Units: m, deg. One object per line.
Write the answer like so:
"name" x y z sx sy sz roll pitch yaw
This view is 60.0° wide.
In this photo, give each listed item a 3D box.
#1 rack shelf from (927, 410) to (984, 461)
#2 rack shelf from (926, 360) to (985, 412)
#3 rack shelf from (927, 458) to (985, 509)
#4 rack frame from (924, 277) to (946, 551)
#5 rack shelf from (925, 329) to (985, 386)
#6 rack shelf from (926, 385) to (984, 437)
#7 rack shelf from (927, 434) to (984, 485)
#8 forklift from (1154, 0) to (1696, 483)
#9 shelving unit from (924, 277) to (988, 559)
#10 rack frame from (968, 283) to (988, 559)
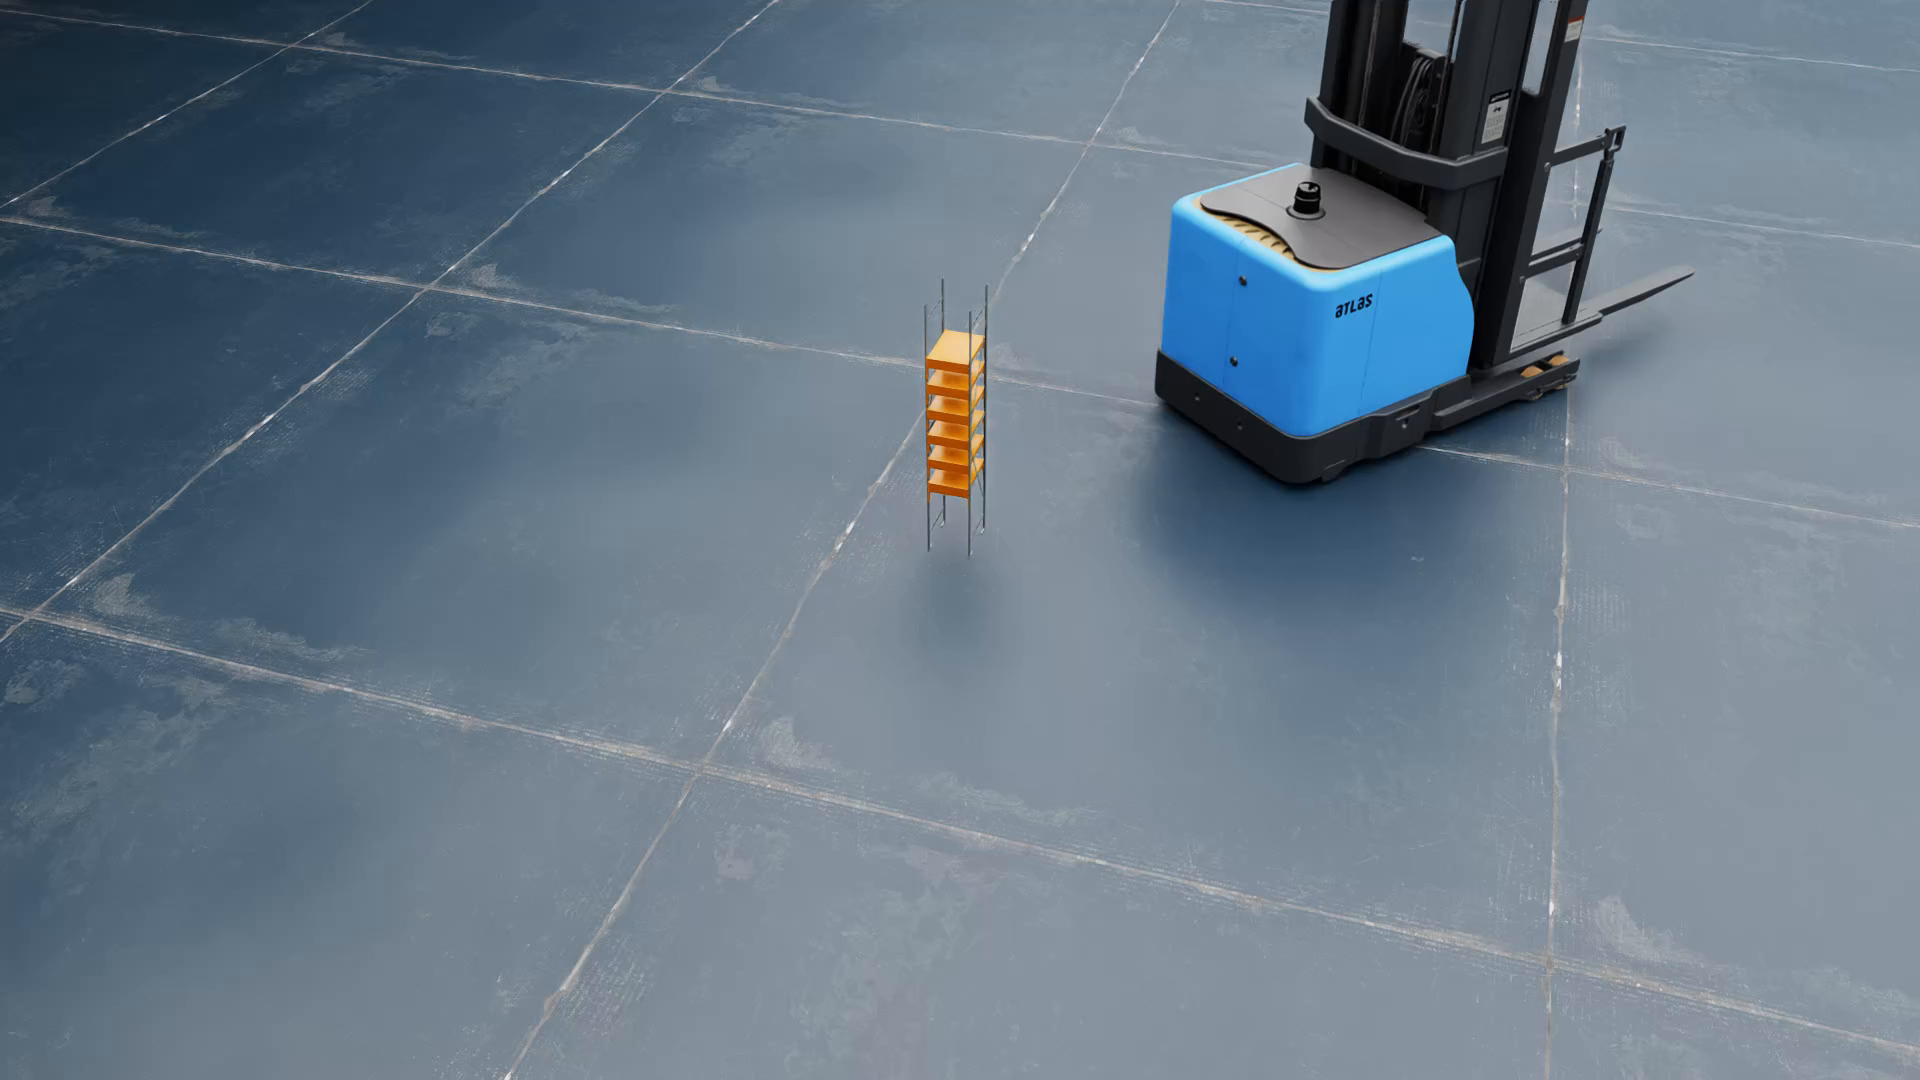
"rack shelf" -0.014 -0.450 6.924 0.180 0.103 0.258 10 38 14
"rack shelf" -0.014 -0.643 6.782 0.180 0.103 0.258 10 38 14
"rack shelf" -0.014 -0.257 7.066 0.180 0.103 0.258 10 38 14
"rack frame" -0.101 -0.502 6.920 0.006 1.200 0.240 10 38 14
"rack shelf" -0.014 -0.740 6.711 0.180 0.103 0.258 10 38 14
"rack shelf" -0.014 -0.547 6.853 0.180 0.103 0.258 10 38 14
"rack shelf" -0.014 -0.353 6.995 0.180 0.103 0.258 10 38 14
"forklift" 2.461 -2.105 7.638 3.031 2.935 1.130 -21 41 -26
"shelving unit" -0.014 -0.486 6.898 0.189 1.200 0.258 10 38 14
"rack frame" 0.074 -0.470 6.876 0.006 1.200 0.240 10 38 14
